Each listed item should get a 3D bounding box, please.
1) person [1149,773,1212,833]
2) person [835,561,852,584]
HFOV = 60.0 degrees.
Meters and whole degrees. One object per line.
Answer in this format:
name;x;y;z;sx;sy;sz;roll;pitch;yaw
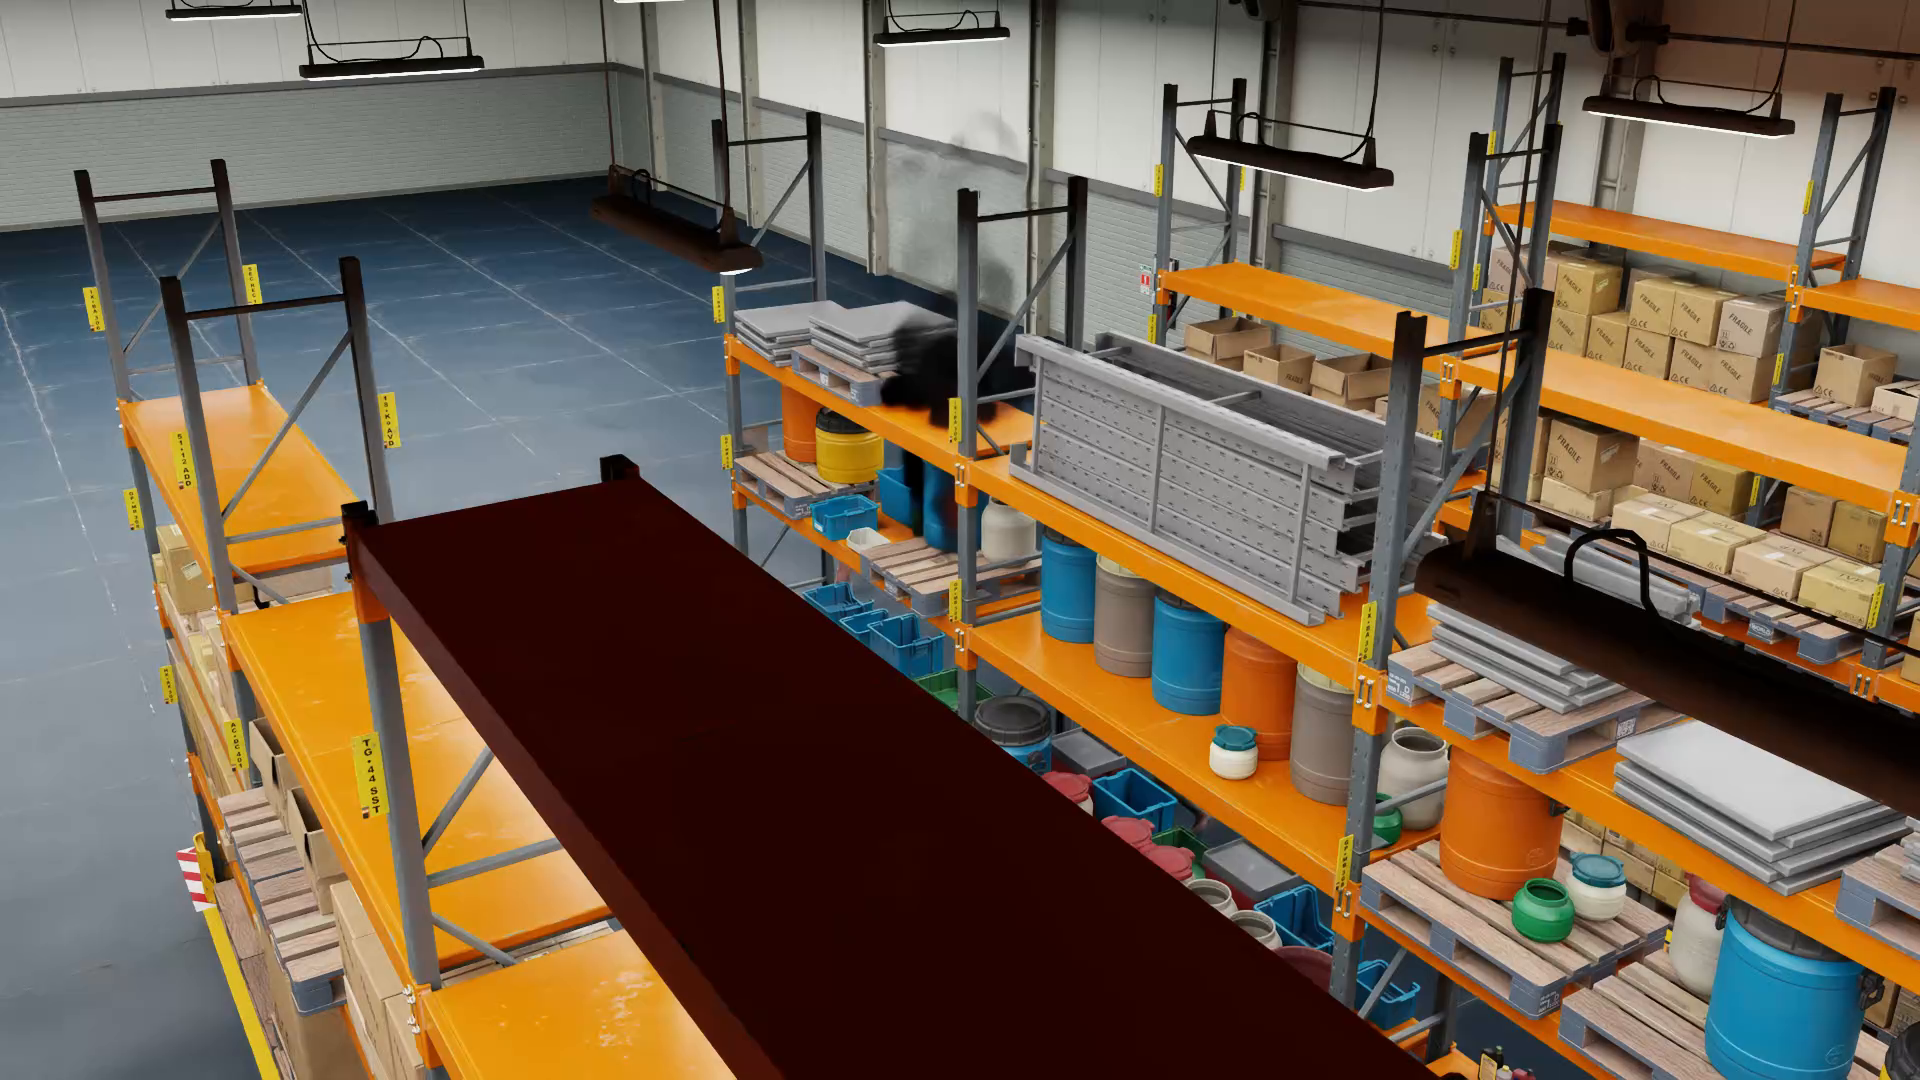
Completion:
person;1.834;1.844;13.886;0.582;1.629;0.577;-16;27;-35
person;-1.179;-0.169;19.639;0.901;1.639;0.593;-3;22;-7
